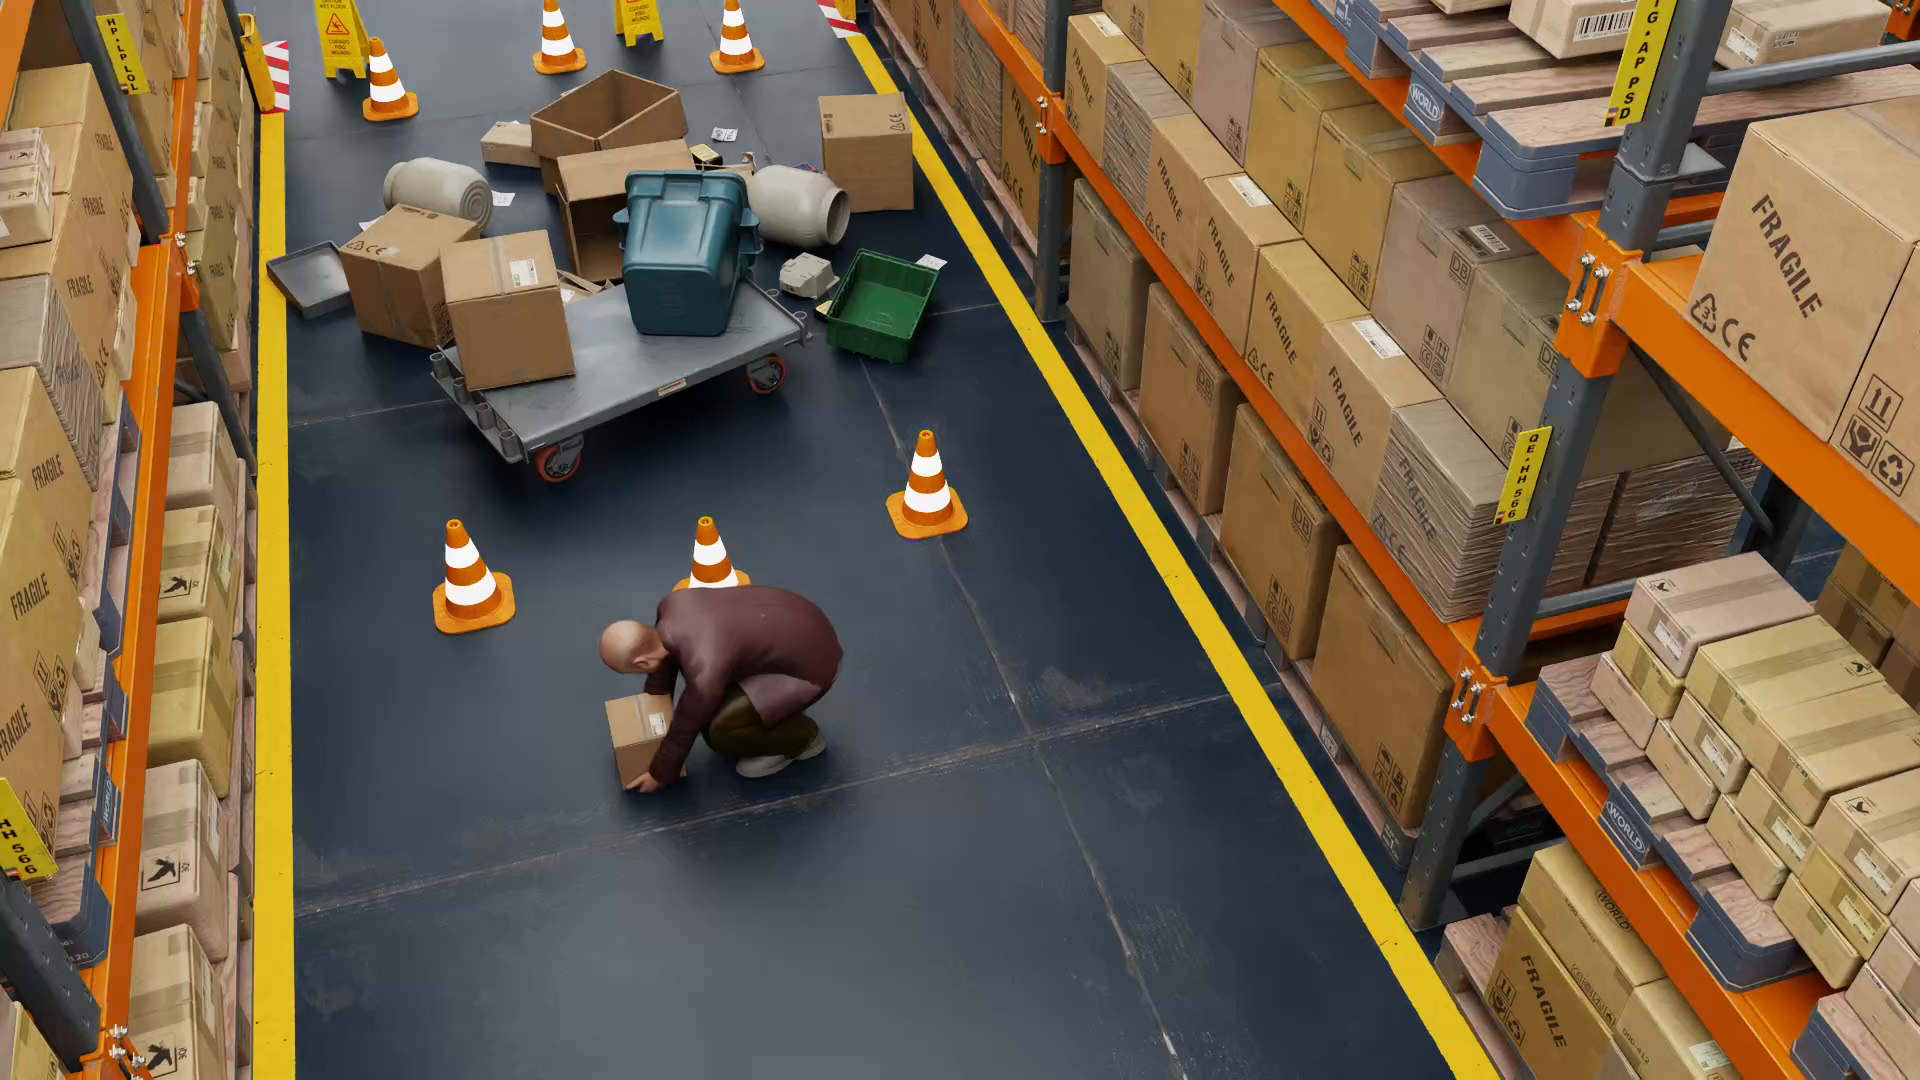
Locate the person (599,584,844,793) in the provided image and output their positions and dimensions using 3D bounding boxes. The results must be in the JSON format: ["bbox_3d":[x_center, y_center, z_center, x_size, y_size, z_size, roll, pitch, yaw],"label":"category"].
[{"bbox_3d":[-0.890,0.539,6.363,0.904,0.895,0.579,-12,43,-13],"label":"person"}]
